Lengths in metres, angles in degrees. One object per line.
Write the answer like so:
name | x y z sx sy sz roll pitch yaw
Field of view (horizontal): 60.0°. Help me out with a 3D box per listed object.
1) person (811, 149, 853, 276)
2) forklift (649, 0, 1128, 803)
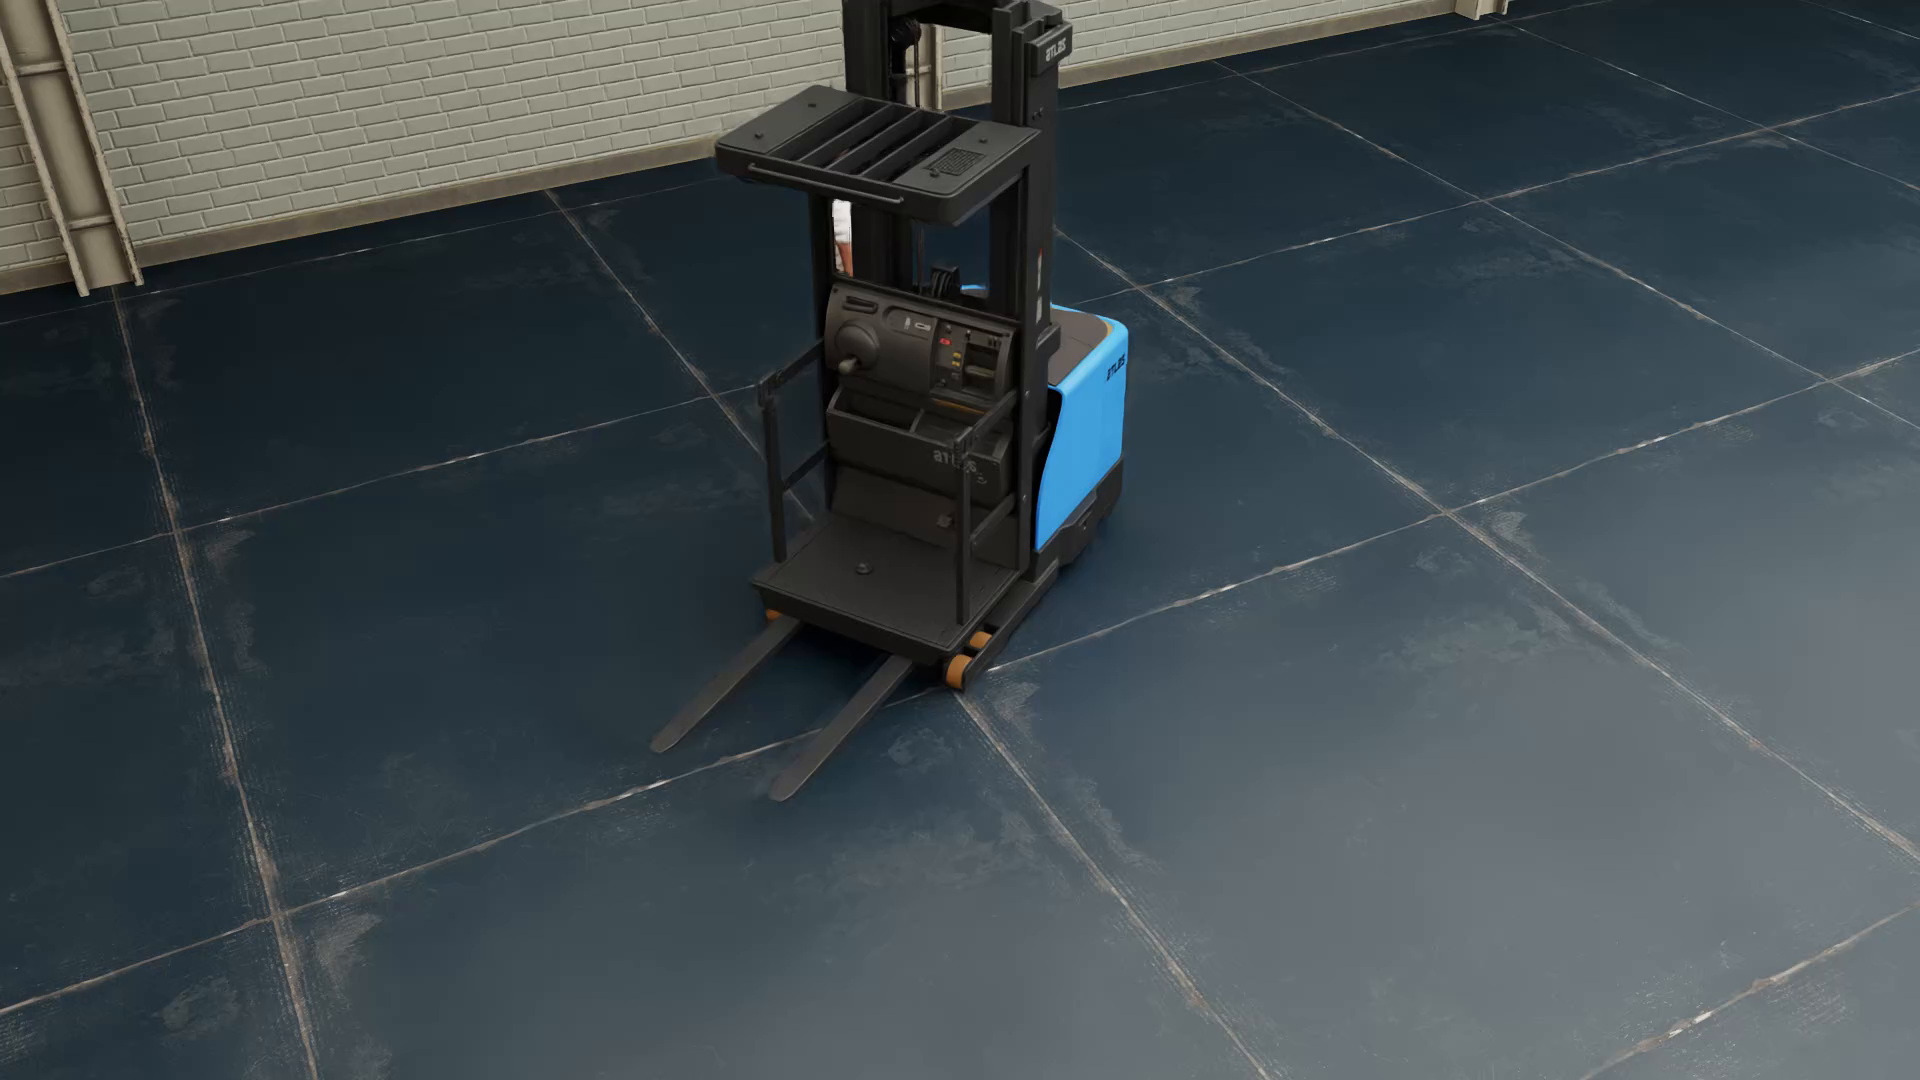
person | -0.595 -1.513 9.295 0.445 1.741 0.735 -11 37 -15
forklift | -0.292 -0.804 7.260 1.130 2.935 3.031 18 39 23
